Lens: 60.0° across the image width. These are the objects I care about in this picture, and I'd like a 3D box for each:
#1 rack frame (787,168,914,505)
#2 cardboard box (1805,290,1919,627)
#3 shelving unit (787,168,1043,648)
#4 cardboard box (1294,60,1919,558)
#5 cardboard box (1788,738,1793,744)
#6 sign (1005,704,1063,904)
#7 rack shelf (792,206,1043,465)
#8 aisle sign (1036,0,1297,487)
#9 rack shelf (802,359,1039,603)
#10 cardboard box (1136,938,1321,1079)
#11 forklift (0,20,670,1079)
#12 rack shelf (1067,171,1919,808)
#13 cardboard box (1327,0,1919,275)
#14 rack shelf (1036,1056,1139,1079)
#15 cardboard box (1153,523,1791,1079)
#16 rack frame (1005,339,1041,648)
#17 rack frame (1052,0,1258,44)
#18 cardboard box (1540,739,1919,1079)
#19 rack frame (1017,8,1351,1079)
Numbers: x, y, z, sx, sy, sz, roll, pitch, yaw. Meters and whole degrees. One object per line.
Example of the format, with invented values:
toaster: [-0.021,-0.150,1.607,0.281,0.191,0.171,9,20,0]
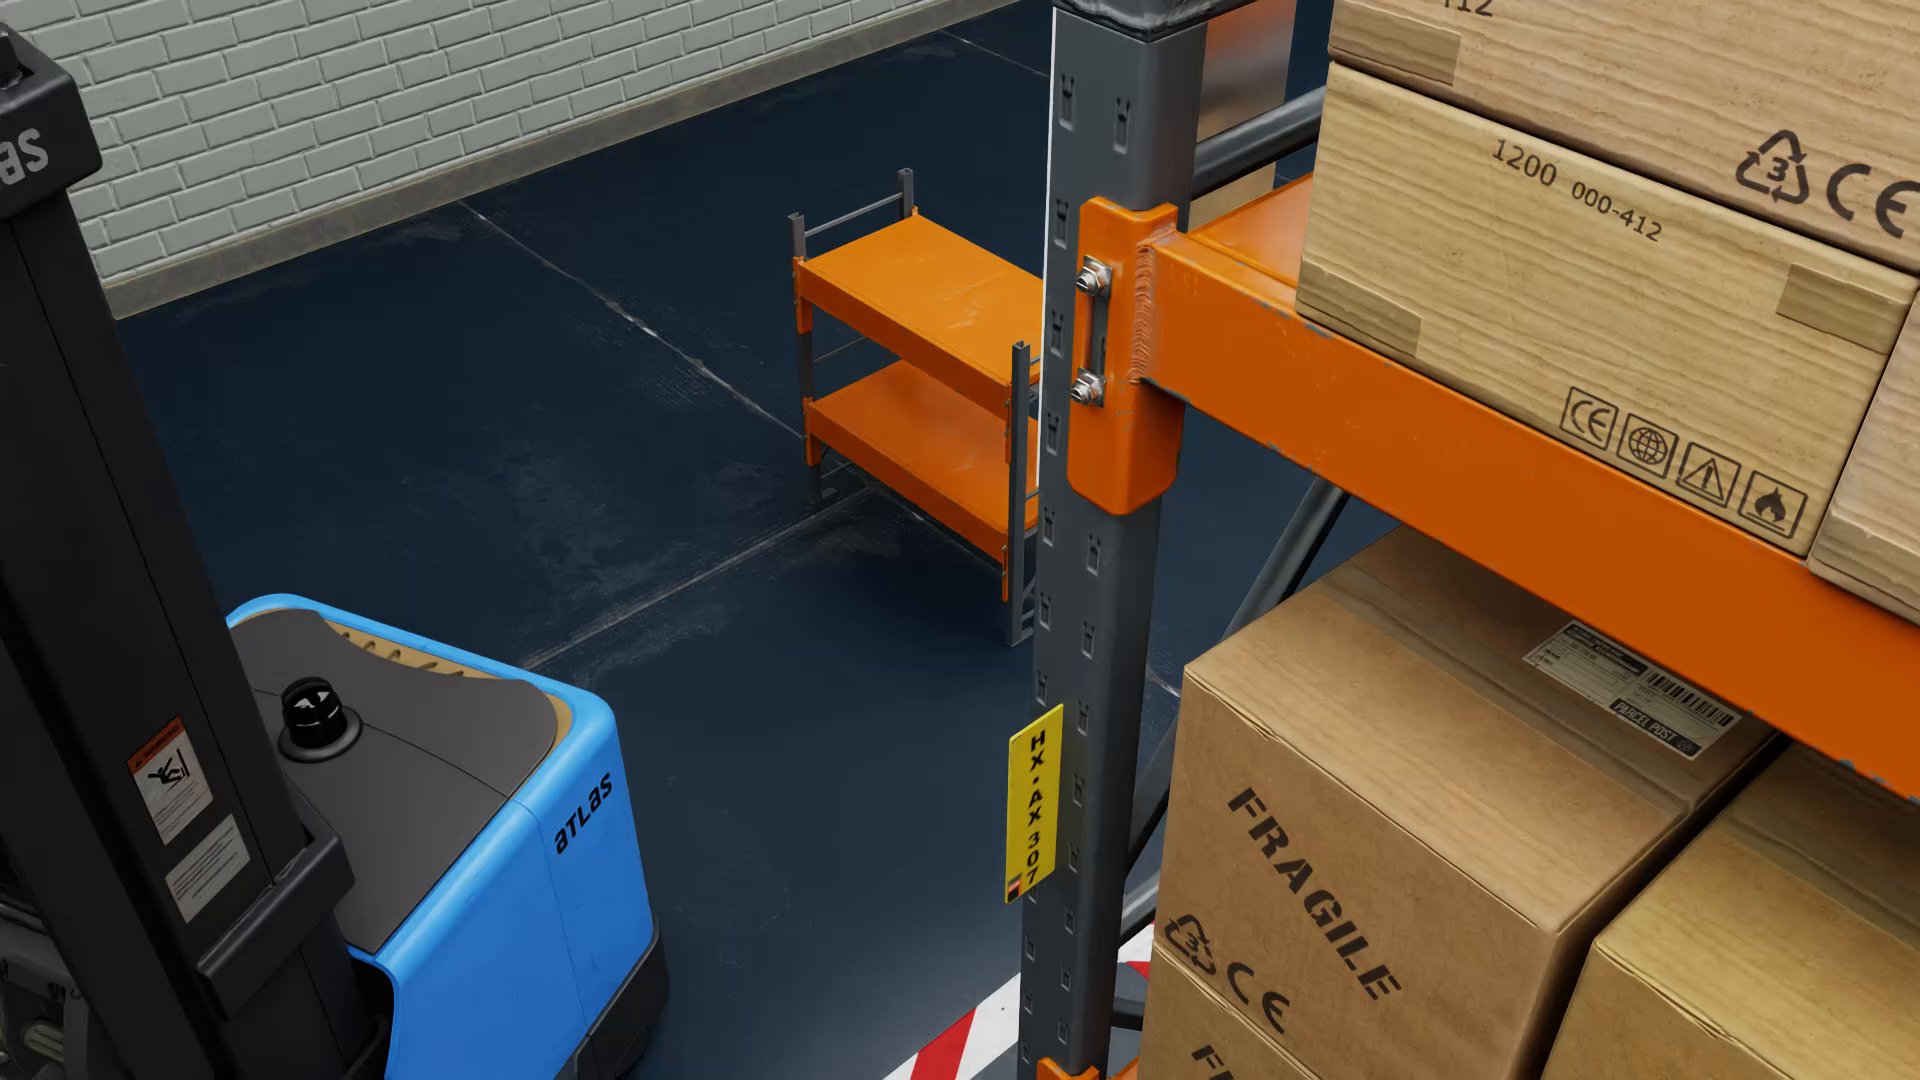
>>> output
rack frame: [-0.348,-0.676,5.692,0.500,1.125,0.032,-30,48,-32]
cardboard box: [0.989,-0.062,1.172,0.500,0.250,0.500,-30,48,-32]
shelving unit: [-0.005,-0.441,5.400,0.538,1.125,1.048,-30,48,-32]
cardboard box: [0.661,-0.299,1.465,0.500,0.250,0.500,-30,48,-32]
cardboard box: [1.004,0.125,2.333,0.500,0.500,0.500,-30,48,-32]
sign: [0.101,0.358,2.231,0.100,0.325,0.005,-30,48,-32]
rack shelf: [-0.005,-0.668,5.217,0.538,0.278,1.000,-30,48,-32]
aisle sign: [0.238,-0.454,1.856,0.394,0.787,0.004,-30,48,-32]
rack shelf: [-0.005,-0.251,5.554,0.538,0.278,1.000,-30,48,-32]
cardboard box: [0.606,0.742,2.364,0.500,0.500,0.500,-29,47,-31]
forklift: [-1.787,0.769,2.465,1.130,2.935,3.031,15,41,18]
rack shelf: [1.853,0.502,0.926,1.077,0.370,4.000,-30,48,-32]
cardboard box: [0.656,-0.491,1.305,0.500,0.250,0.500,-30,48,-32]
rack shelf: [1.853,1.669,1.868,1.077,0.370,4.000,-30,48,-32]
cardboard box: [0.606,0.353,2.050,0.500,0.500,0.500,-28,47,-31]
rack frame: [0.339,-0.205,5.109,0.500,1.125,0.032,-30,48,-32]
rack frame: [0.500,-1.870,0.904,1.000,3.000,0.127,-30,48,-32]
cardboard box: [0.965,0.592,1.754,0.500,0.500,0.500,-29,47,-31]
rack frame: [0.500,0.464,2.788,1.000,3.000,0.127,-30,48,-32]
